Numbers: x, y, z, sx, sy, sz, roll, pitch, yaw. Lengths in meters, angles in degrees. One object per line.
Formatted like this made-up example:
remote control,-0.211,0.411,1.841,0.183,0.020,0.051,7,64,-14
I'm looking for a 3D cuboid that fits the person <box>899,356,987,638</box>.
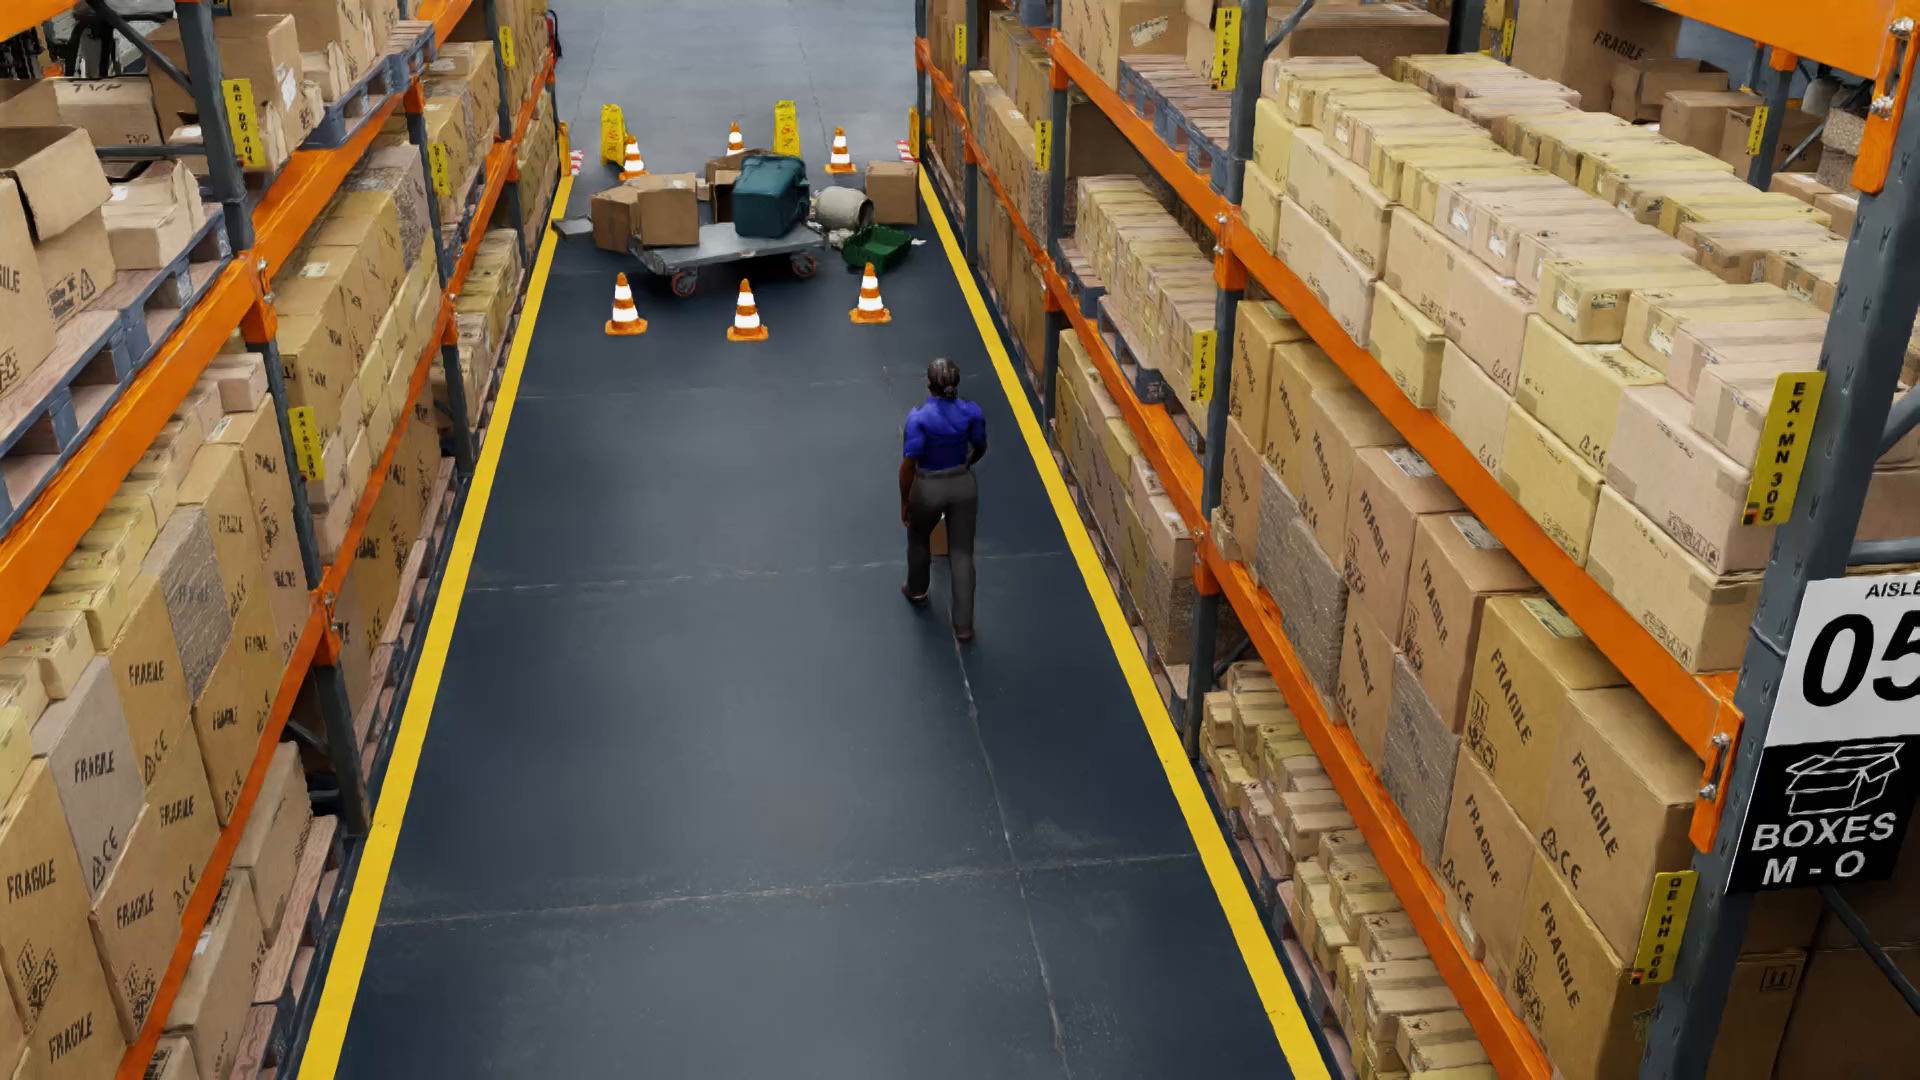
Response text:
person,-0.127,-0.310,9.248,0.518,1.644,0.758,-7,28,-12
